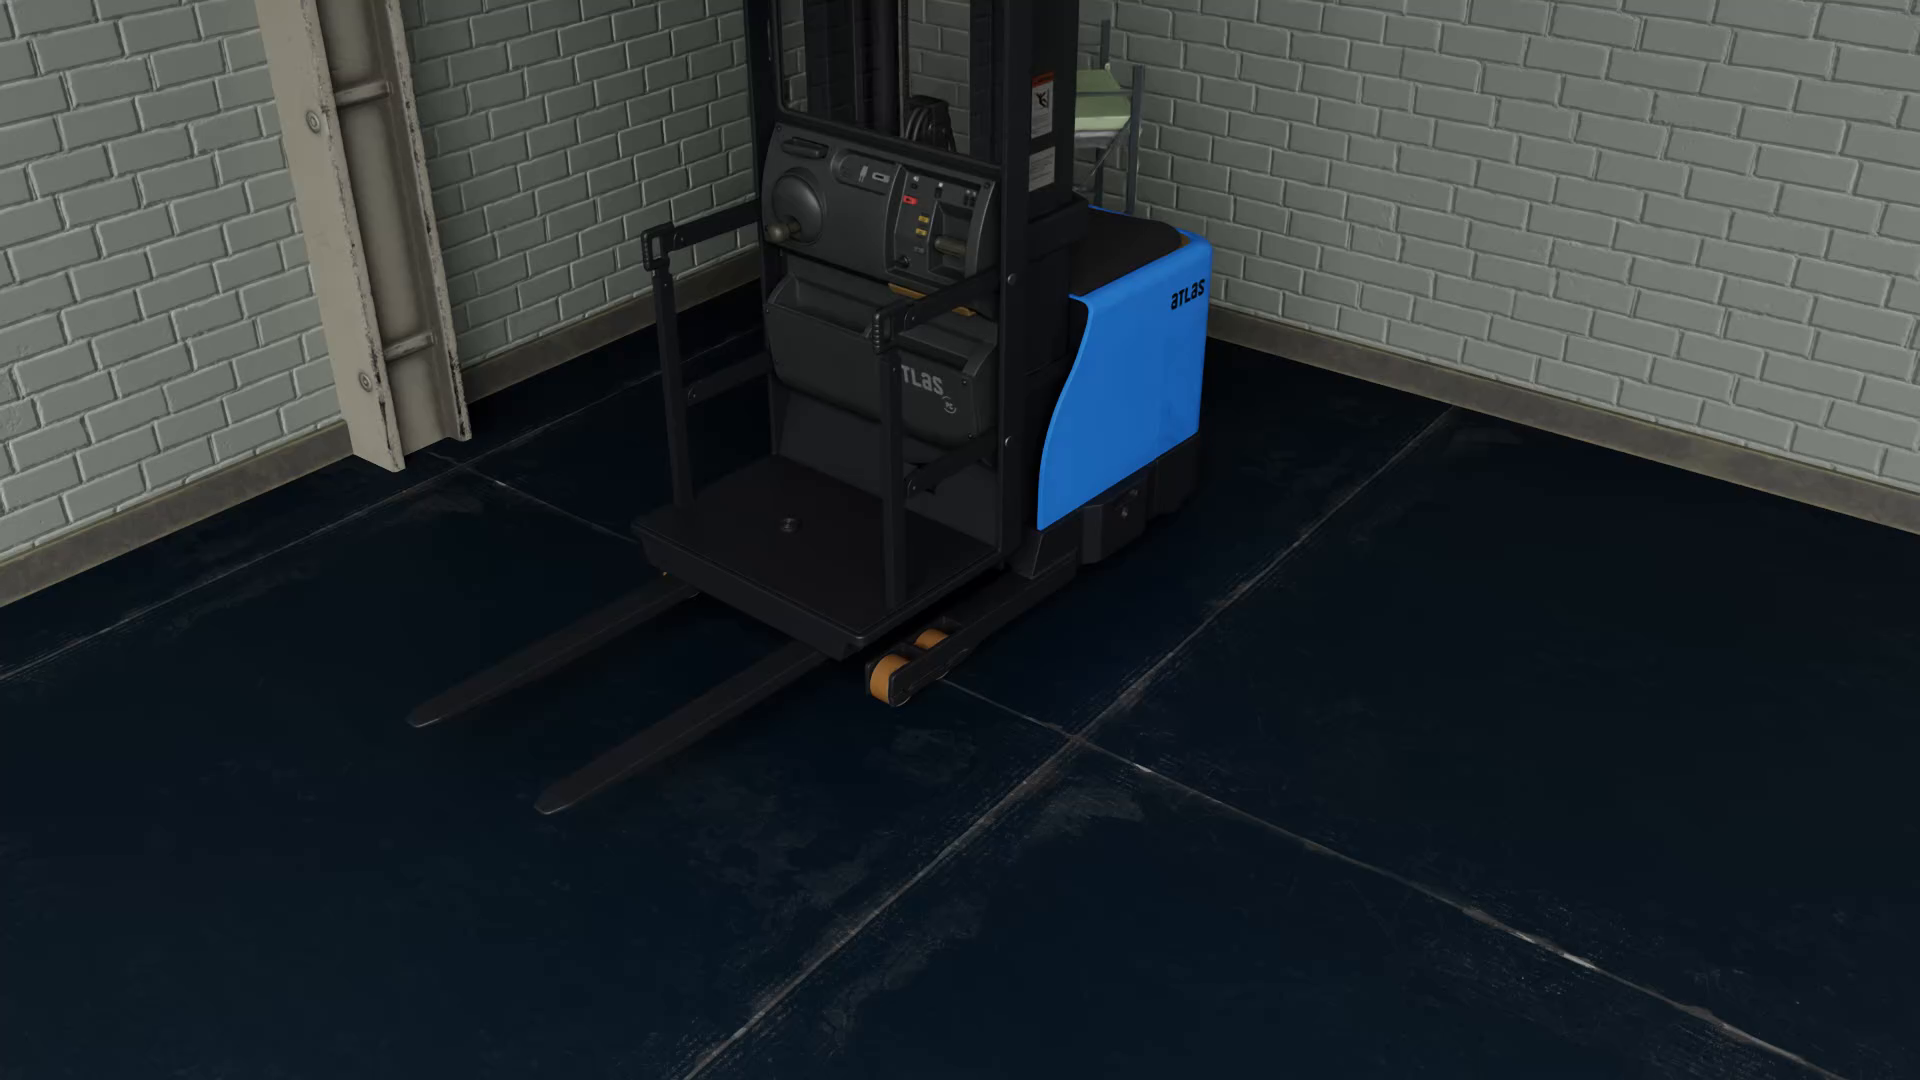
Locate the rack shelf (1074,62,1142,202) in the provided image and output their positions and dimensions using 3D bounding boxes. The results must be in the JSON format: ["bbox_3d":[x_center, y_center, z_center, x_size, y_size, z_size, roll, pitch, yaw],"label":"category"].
[{"bbox_3d":[0.466,-1.684,6.855,0.431,0.370,0.720,-3,31,-5],"label":"rack shelf"}]

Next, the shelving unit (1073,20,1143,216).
[{"bbox_3d":[0.466,-1.348,7.054,0.431,1.500,0.755,-3,31,-5],"label":"shelving unit"}]

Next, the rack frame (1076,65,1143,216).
[{"bbox_3d":[0.500,-1.163,6.740,0.400,1.500,0.023,-3,31,-5],"label":"rack frame"}]

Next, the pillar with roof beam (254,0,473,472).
[{"bbox_3d":[1.149,-2.946,2.394,9.100,9.000,0.400,21,37,31],"label":"pillar with roof beam"}]

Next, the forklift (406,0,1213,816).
[{"bbox_3d":[-0.407,-1.016,5.090,1.130,2.935,3.031,23,38,34],"label":"forklift"}]

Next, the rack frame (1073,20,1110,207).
[{"bbox_3d":[0.433,-1.534,7.368,0.400,1.500,0.023,-3,31,-5],"label":"rack frame"}]
